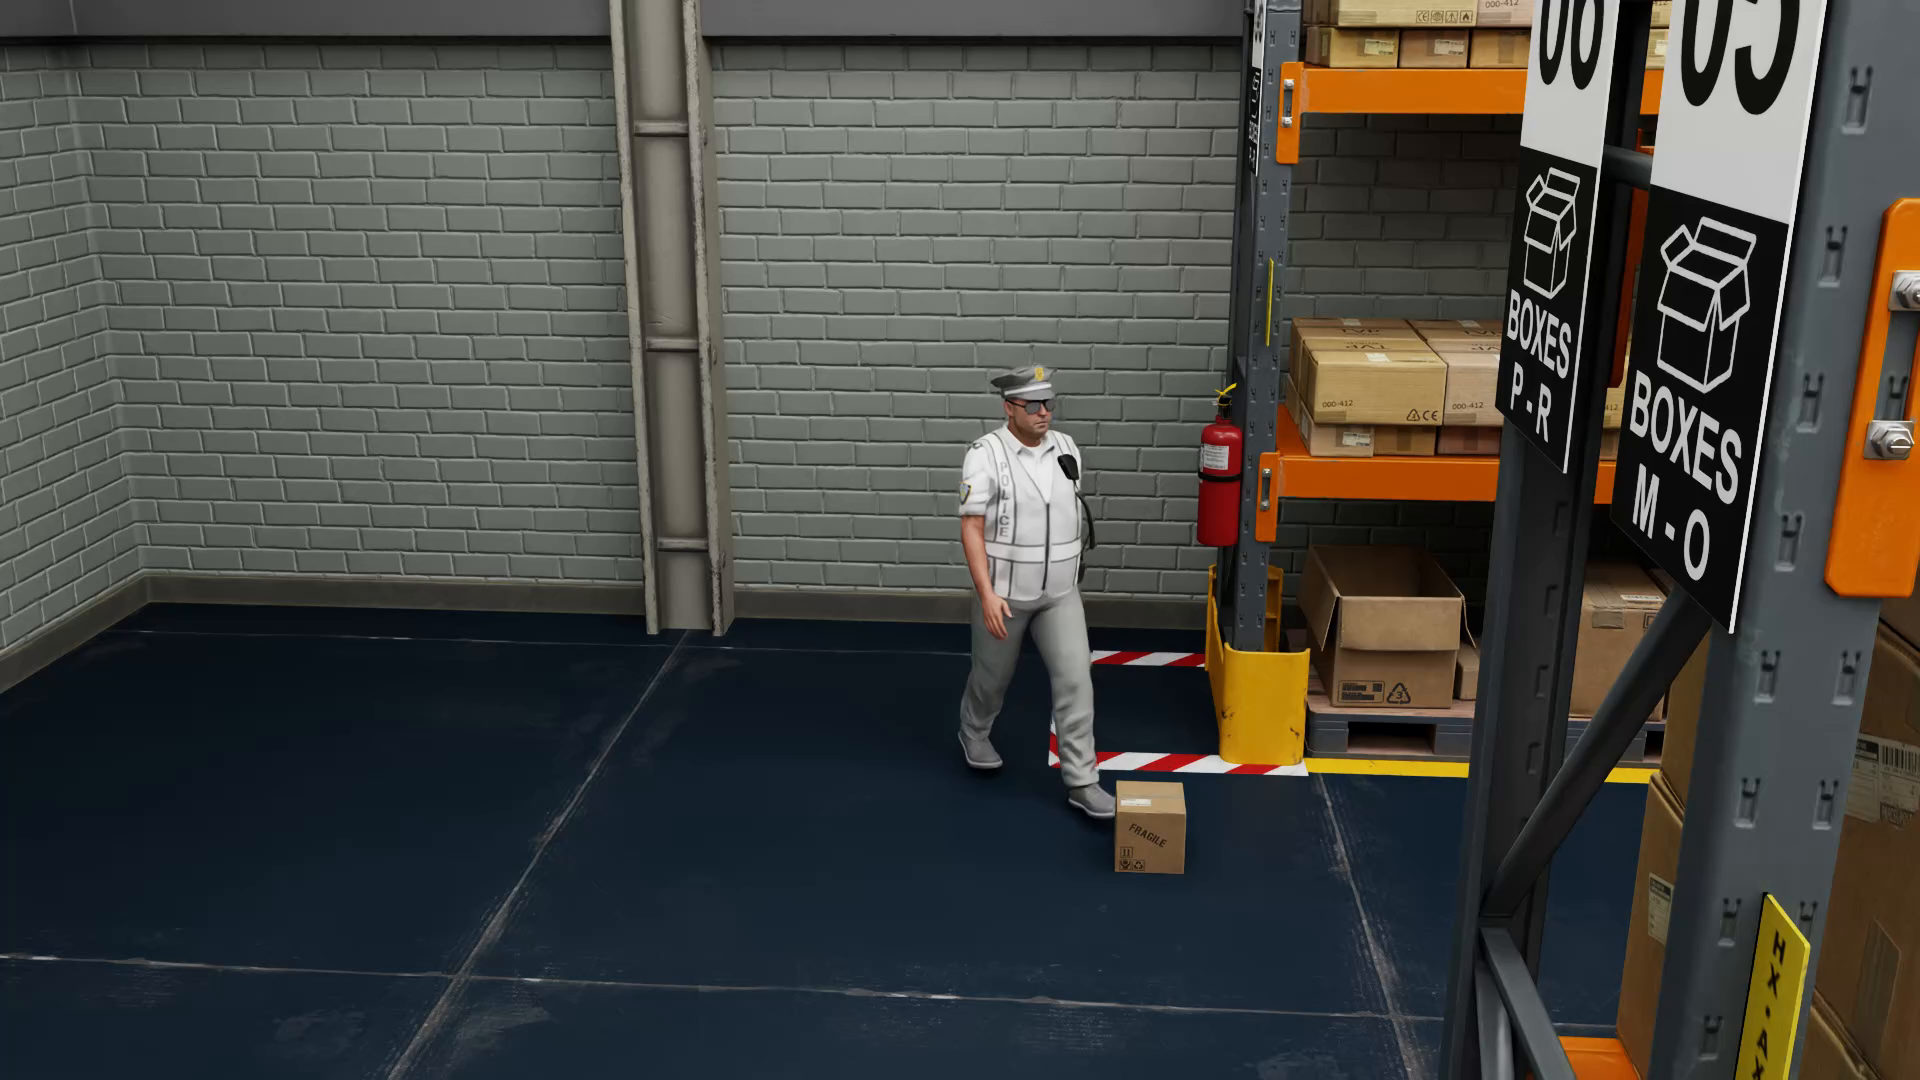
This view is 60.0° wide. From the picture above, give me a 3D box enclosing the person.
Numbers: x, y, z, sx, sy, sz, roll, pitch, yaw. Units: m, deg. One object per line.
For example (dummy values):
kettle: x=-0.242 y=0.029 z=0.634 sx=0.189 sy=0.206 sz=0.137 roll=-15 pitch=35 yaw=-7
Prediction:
person: x=0.272 y=0.181 z=6.437 sx=0.539 sy=1.733 sz=0.932 roll=-6 pitch=18 yaw=-19
